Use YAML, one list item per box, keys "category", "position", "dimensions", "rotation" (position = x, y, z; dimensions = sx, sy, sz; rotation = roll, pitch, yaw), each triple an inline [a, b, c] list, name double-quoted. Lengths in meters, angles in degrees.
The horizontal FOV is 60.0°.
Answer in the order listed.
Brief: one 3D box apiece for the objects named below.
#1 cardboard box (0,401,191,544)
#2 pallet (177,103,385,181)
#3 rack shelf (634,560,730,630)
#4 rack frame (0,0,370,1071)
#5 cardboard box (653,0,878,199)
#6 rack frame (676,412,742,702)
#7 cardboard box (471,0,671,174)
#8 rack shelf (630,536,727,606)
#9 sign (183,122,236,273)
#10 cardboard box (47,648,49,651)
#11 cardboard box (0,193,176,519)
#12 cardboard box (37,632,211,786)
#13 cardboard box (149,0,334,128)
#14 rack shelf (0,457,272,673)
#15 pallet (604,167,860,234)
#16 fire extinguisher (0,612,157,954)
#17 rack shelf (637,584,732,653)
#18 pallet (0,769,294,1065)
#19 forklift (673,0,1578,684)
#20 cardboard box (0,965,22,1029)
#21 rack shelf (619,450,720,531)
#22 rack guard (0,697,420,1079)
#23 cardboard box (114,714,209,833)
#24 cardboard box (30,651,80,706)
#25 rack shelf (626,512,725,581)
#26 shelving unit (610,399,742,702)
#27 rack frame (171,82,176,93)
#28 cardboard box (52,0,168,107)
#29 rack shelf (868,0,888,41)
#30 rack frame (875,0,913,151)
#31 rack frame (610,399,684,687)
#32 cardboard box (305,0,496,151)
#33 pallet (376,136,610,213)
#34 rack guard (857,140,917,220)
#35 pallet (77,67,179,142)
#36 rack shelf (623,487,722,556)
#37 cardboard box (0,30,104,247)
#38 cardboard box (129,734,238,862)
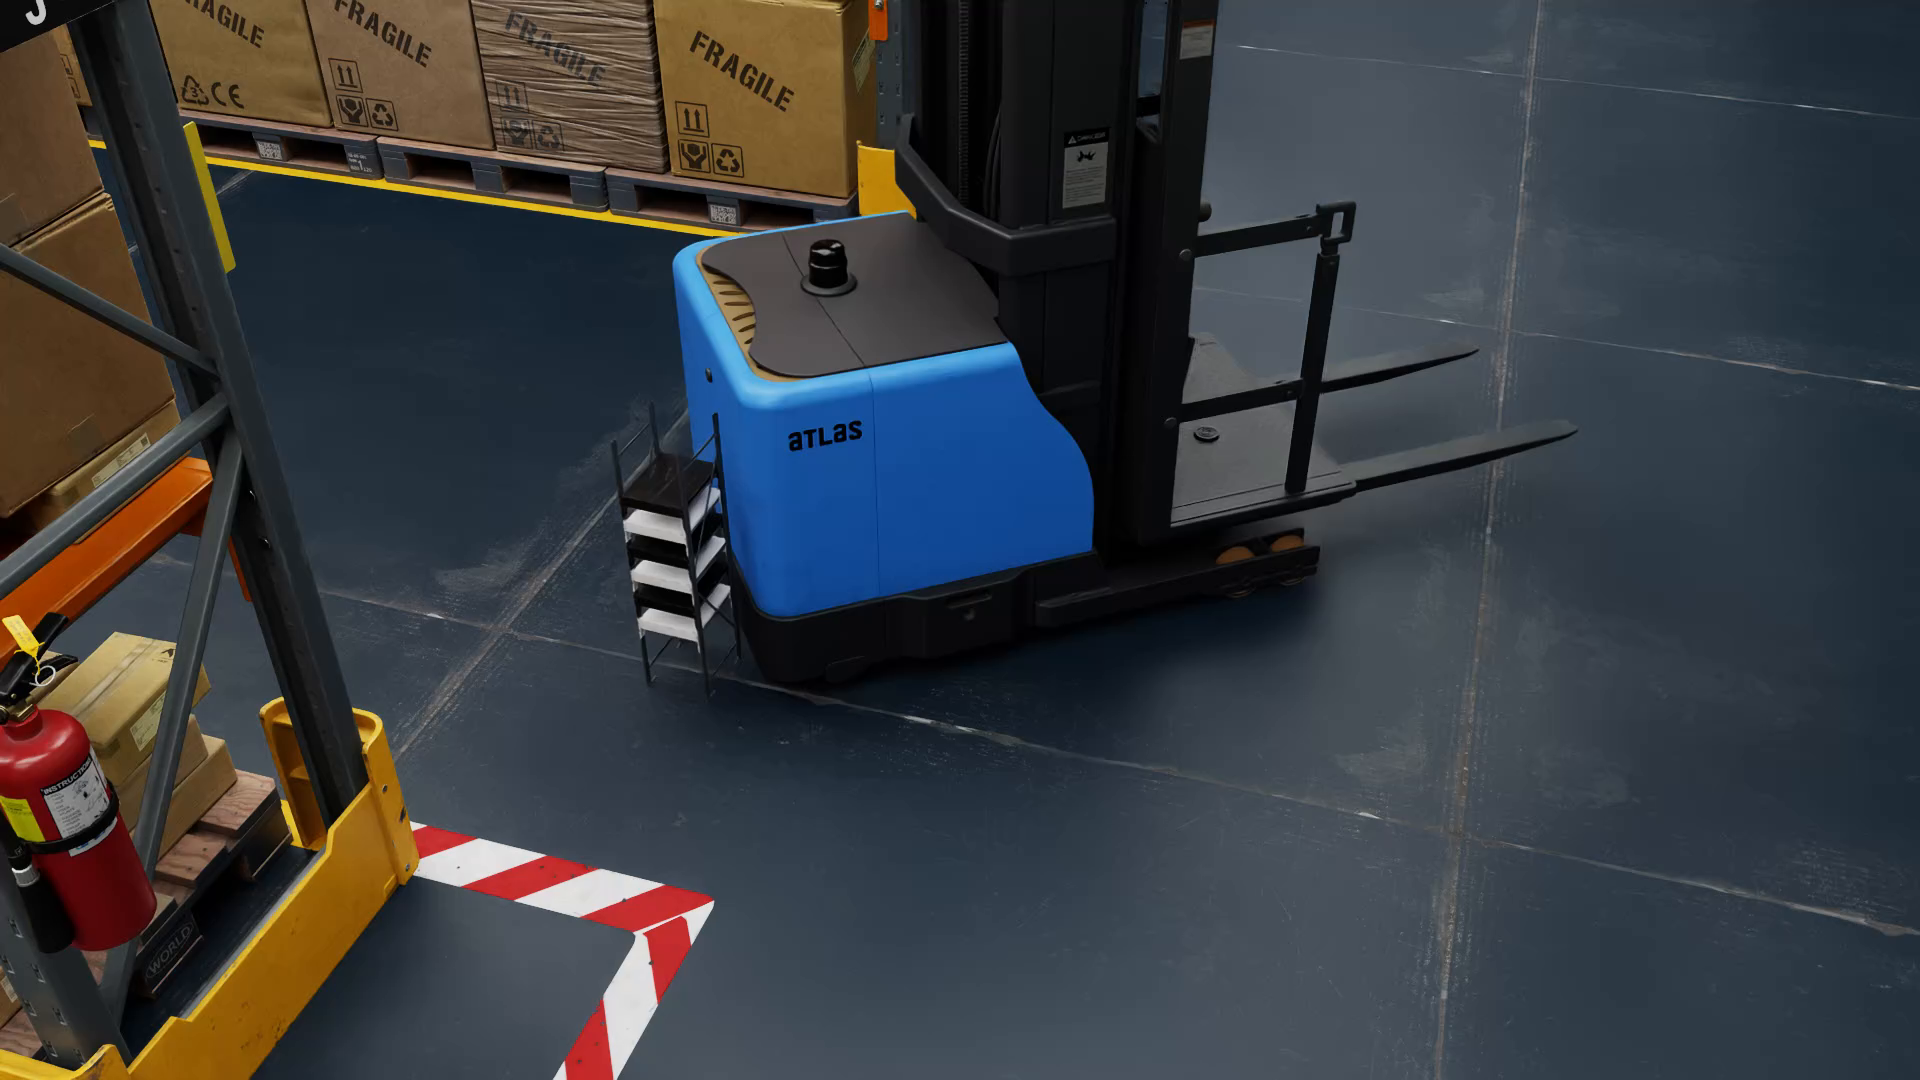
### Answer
- category: "cardboard box"
  position: [-1.940, -0.175, 3.669]
  dimensions: [0.250, 0.149, 0.380]
  rotation: [10, 38, 14]
- category: "pallet"
  position: [-3.268, -2.227, 8.598]
  dimensions: [1.213, 0.211, 1.003]
  rotation: [10, 38, 14]
- category: "rack shelf"
  position: [-0.828, 0.145, 5.002]
  dimensions: [0.200, 0.077, 0.258]
  rotation: [12, 38, 16]
- category: "rack frame"
  position: [-1.728, -0.033, 3.265]
  dimensions: [0.127, 3.000, 1.000]
  rotation: [10, 38, 14]
- category: "cardboard box"
  position: [-0.787, -2.203, 7.651]
  dimensions: [0.875, 0.875, 0.875]
  rotation: [10, 38, 14]
- category: "rack frame"
  position: [-0.733, 0.066, 4.901]
  dimensions: [0.006, 0.900, 0.240]
  rotation: [12, 38, 16]
- category: "cardboard box"
  position: [-1.656, -2.364, 7.870]
  dimensions: [0.875, 0.875, 0.875]
  rotation: [10, 38, 14]
- category: "rack shelf"
  position: [-0.828, 0.072, 4.949]
  dimensions: [0.200, 0.077, 0.258]
  rotation: [12, 38, 16]
- category: "sign"
  position: [-1.567, -0.689, 3.425]
  dimensions: [0.005, 0.325, 0.100]
  rotation: [10, 38, 14]
- category: "cardboard box"
  position: [-2.628, 0.323, 4.329]
  dimensions: [0.250, 0.149, 0.380]
  rotation: [10, 38, 14]
- category: "cardboard box"
  position: [-2.074, -0.429, 3.467]
  dimensions: [0.500, 0.500, 0.500]
  rotation: [12, 38, 16]
- category: "cardboard box"
  position: [-2.127, 0.421, 4.196]
  dimensions: [0.250, 0.149, 0.380]
  rotation: [9, 37, 12]
- category: "cardboard box"
  position: [-3.365, -2.680, 8.299]
  dimensions: [0.875, 0.875, 0.875]
  rotation: [10, 38, 14]
- category: "rack shelf"
  position: [-3.637, -0.097, 3.958]
  dimensions: [4.000, 0.370, 1.077]
  rotation: [10, 38, 14]
- category: "pallet"
  position: [-0.939, -1.796, 8.012]
  dimensions: [1.213, 0.211, 1.003]
  rotation: [10, 38, 14]
- category: "fire extinguisher"
  position: [-1.625, 0.454, 2.983]
  dimensions: [0.183, 0.674, 0.296]
  rotation: [10, 38, 14]
- category: "rack shelf"
  position: [-0.828, 0.217, 5.055]
  dimensions: [0.200, 0.077, 0.258]
  rotation: [12, 38, 16]
- category: "pallet"
  position: [-2.566, 0.913, 4.332]
  dimensions: [1.213, 0.211, 1.003]
  rotation: [10, 38, 14]
- category: "forklift"
  position: [0.662, -1.273, 5.006]
  dimensions: [3.031, 2.935, 1.130]
  rotation: [-12, 38, -16]
- category: "cardboard box"
  position: [-2.293, 0.971, 3.952]
  dimensions: [0.250, 0.149, 0.380]
  rotation: [11, 38, 15]
- category: "rack shelf"
  position: [-0.828, -0.145, 4.789]
  dimensions: [0.200, 0.077, 0.258]
  rotation: [12, 38, 16]
- category: "rack guard"
  position: [-1.801, 0.960, 4.024]
  dimensions: [0.348, 0.500, 1.175]
  rotation: [10, 38, 14]
- category: "cardboard box"
  position: [-2.152, 0.588, 4.220]
  dimensions: [0.250, 0.149, 0.380]
  rotation: [12, 38, 16]
- category: "cardboard box"
  position: [-2.426, 0.441, 4.170]
  dimensions: [0.250, 0.149, 0.380]
  rotation: [11, 38, 15]
- category: "rack shelf"
  position: [-0.828, 0.000, 4.895]
  dimensions: [0.200, 0.077, 0.258]
  rotation: [12, 38, 16]
- category: "shelving unit"
  position: [-0.828, 0.046, 4.929]
  dimensions: [0.210, 0.900, 0.258]
  rotation: [12, 38, 16]
- category: "rack frame"
  position: [-3.971, -3.529, 8.014]
  dimensions: [0.127, 3.000, 1.000]
  rotation: [10, 38, 14]
- category: "cardboard box"
  position: [-4.588, -2.944, 8.658]
  dimensions: [0.875, 0.875, 1.225]
  rotation: [11, 38, 14]
- category: "rack shelf"
  position: [-2.062, -2.886, 7.747]
  dimensions: [4.000, 0.370, 1.077]
  rotation: [10, 38, 14]
- category: "rack frame"
  position: [-0.153, -2.822, 7.054]
  dimensions: [0.127, 3.000, 1.000]
  rotation: [10, 38, 14]
- category: "rack frame"
  position: [-0.924, 0.025, 4.957]
  dimensions: [0.006, 0.900, 0.240]
  rotation: [12, 38, 16]
- category: "cardboard box"
  position: [-2.506, -2.521, 8.083]
  dimensions: [0.875, 0.875, 0.875]
  rotation: [10, 38, 14]
- category: "pallet"
  position: [-2.100, -2.013, 8.306]
  dimensions: [1.213, 0.211, 1.003]
  rotation: [10, 38, 14]
- category: "rack guard"
  position: [-0.130, -1.811, 7.789]
  dimensions: [0.348, 0.500, 1.175]
  rotation: [10, 38, 14]
- category: "pallet"
  position: [-4.730, -2.500, 8.968]
  dimensions: [1.213, 0.211, 1.003]
  rotation: [10, 38, 14]
- category: "rack shelf"
  position: [-0.828, -0.073, 4.842]
  dimensions: [0.200, 0.077, 0.258]
  rotation: [12, 38, 16]
- category: "cardboard box"
  position: [-2.078, -0.826, 3.163]
  dimensions: [0.500, 0.500, 0.500]
  rotation: [10, 38, 14]
- category: "cardboard box"
  position: [-2.133, 0.672, 4.357]
  dimensions: [0.250, 0.149, 0.380]
  rotation: [11, 38, 15]
